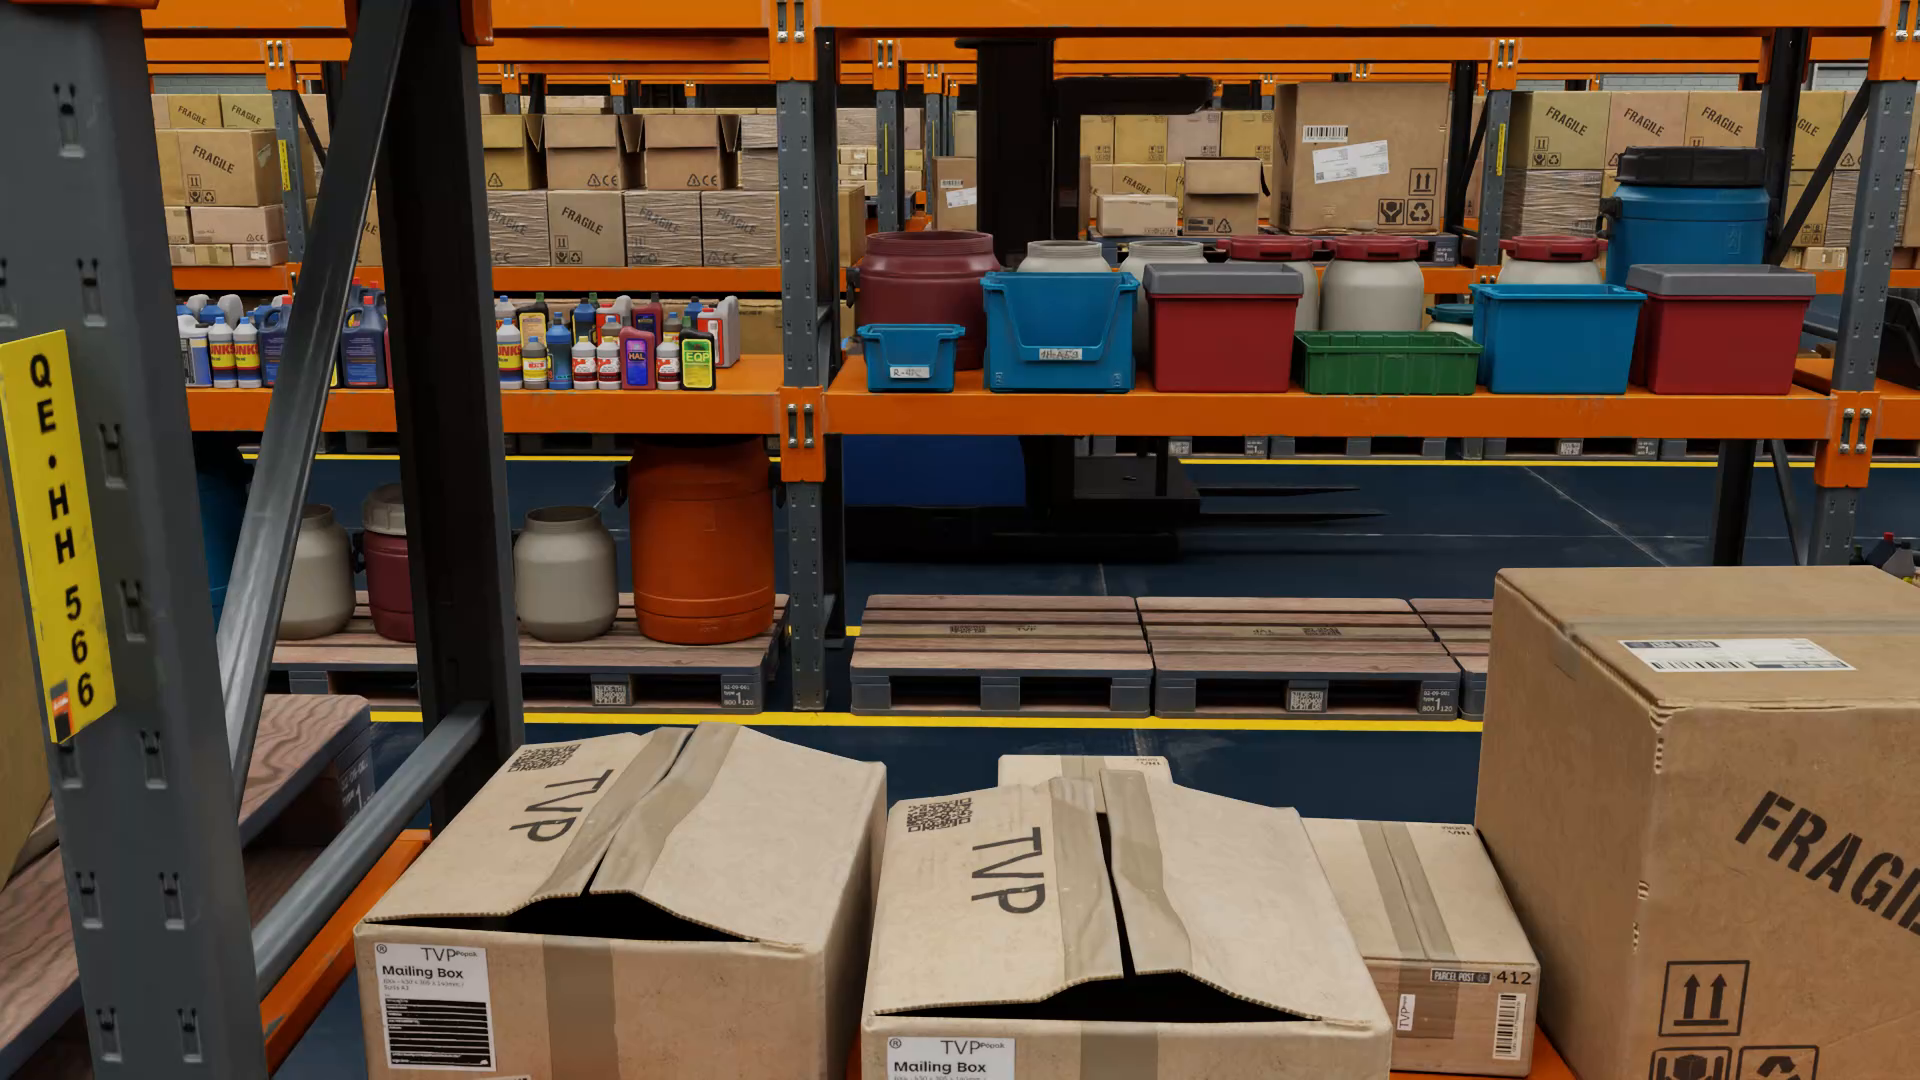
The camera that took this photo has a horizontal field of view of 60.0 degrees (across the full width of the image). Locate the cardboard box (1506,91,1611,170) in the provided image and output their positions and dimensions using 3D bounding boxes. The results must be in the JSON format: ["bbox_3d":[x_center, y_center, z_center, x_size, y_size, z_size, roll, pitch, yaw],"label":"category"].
[{"bbox_3d":[3.970,-2.728,11.061,0.500,0.500,0.500,0,15,1],"label":"cardboard box"}]

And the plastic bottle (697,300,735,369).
[{"bbox_3d":[-1.027,-0.870,6.999,0.135,0.276,0.152,0,15,1],"label":"plastic bottle"}]

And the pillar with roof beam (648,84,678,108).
[{"bbox_3d":[-4.878,-8.003,22.033,0.400,9.000,9.100,0,15,1],"label":"pillar with roof beam"}]

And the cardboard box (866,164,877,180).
[{"bbox_3d":[-0.750,-3.523,15.899,0.250,0.149,0.380,1,15,3],"label":"cardboard box"}]

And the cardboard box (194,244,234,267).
[{"bbox_3d":[-5.042,-1.971,11.423,0.250,0.149,0.380,1,15,3],"label":"cardboard box"}]

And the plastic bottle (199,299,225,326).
[{"bbox_3d":[-3.176,-0.888,7.079,0.097,0.271,0.097,0,15,0],"label":"plastic bottle"}]

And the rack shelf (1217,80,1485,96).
[{"bbox_3d":[5.902,-7.003,25.533,4.000,0.370,1.077,0,15,1],"label":"rack shelf"}]

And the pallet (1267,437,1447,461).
[{"bbox_3d":[2.748,-0.777,11.870,1.213,0.211,1.003,0,15,1],"label":"pallet"}]

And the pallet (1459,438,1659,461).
[{"bbox_3d":[4.198,-0.777,11.869,1.213,0.211,1.003,0,15,1],"label":"pallet"}]

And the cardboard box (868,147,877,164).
[{"bbox_3d":[-0.747,-3.666,15.858,0.250,0.149,0.380,0,15,-1],"label":"cardboard box"}]

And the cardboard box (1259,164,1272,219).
[{"bbox_3d":[2.720,-3.371,16.042,0.500,0.500,0.500,0,15,1],"label":"cardboard box"}]

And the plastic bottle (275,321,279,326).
[{"bbox_3d":[-2.674,-0.767,6.620,0.097,0.271,0.097,0,15,0],"label":"plastic bottle"}]

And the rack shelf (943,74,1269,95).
[{"bbox_3d":[1.780,-5.763,20.834,4.000,0.370,1.077,0,15,1],"label":"rack shelf"}]

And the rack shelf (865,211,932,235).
[{"bbox_3d":[-2.244,-3.076,16.528,4.000,0.370,1.077,0,15,1],"label":"rack shelf"}]

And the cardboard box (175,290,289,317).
[{"bbox_3d":[-5.129,-1.373,12.005,0.875,0.875,0.875,0,15,1],"label":"cardboard box"}]

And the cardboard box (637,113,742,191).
[{"bbox_3d":[-1.854,-2.693,11.507,0.637,0.503,0.797,1,15,3],"label":"cardboard box"}]

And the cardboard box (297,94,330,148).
[{"bbox_3d":[-6.267,-4.054,16.088,0.500,0.500,0.500,0,15,0],"label":"cardboard box"}]

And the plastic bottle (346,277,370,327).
[{"bbox_3d":[-2.569,-0.956,7.179,0.185,0.351,0.144,0,15,1],"label":"plastic bottle"}]

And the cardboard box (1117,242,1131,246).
[{"bbox_3d":[2.605,-4.976,26.151,0.625,0.625,0.875,0,15,1],"label":"cardboard box"}]

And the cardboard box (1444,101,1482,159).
[{"bbox_3d":[4.675,-3.994,16.188,0.550,0.550,0.875,0,15,1],"label":"cardboard box"}]

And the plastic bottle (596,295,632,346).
[{"bbox_3d":[-1.486,-0.911,7.158,0.135,0.276,0.152,0,15,1],"label":"plastic bottle"}]

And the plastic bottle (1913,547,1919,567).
[{"bbox_3d":[4.243,0.143,7.248,0.185,0.351,0.144,0,15,-1],"label":"plastic bottle"}]

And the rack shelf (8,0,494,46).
[{"bbox_3d":[1.270,-0.709,1.679,4.000,0.370,1.077,0,15,1],"label":"rack shelf"}]

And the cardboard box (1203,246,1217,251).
[{"bbox_3d":[2.167,-2.488,16.477,0.750,0.750,1.050,0,15,1],"label":"cardboard box"}]

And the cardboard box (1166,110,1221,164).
[{"bbox_3d":[2.238,-3.924,16.178,0.500,0.500,0.700,0,15,2],"label":"cardboard box"}]

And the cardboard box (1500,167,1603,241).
[{"bbox_3d":[3.974,-2.294,11.375,0.500,0.500,0.875,0,15,1],"label":"cardboard box"}]

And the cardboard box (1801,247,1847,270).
[{"bbox_3d":[5.733,-1.905,11.172,0.250,0.149,0.380,0,15,1],"label":"cardboard box"}]

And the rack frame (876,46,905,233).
[{"bbox_3d":[-0.473,-2.146,11.595,0.127,3.000,1.000,0,15,1],"label":"rack frame"}]

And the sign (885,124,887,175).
[{"bbox_3d":[-0.483,-2.565,10.911,0.005,0.325,0.100,0,15,1],"label":"sign"}]

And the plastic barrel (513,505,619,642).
[{"bbox_3d":[-1.655,0.137,6.994,0.421,0.512,0.421,0,15,0],"label":"plastic barrel"}]

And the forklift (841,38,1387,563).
[{"bbox_3d":[0.802,-1.430,9.015,3.031,2.935,1.130,0,15,0],"label":"forklift"}]

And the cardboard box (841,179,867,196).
[{"bbox_3d":[-0.998,-3.380,15.941,0.250,0.149,0.380,0,15,1],"label":"cardboard box"}]

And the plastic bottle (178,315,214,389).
[{"bbox_3d":[-2.987,-0.742,6.514,0.135,0.276,0.152,0,15,1],"label":"plastic bottle"}]

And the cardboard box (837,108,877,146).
[{"bbox_3d":[-1.256,-5.143,20.798,0.500,0.500,0.500,1,15,2],"label":"cardboard box"}]

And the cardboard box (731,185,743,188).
[{"bbox_3d":[-1.467,-2.270,11.868,0.500,0.500,0.500,0,15,0],"label":"cardboard box"}]

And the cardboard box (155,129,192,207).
[{"bbox_3d":[-5.438,-2.545,11.348,0.500,0.500,0.500,1,15,2],"label":"cardboard box"}]

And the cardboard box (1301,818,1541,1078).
[{"bbox_3d":[0.547,0.495,2.075,0.250,0.149,0.380,1,15,6],"label":"cardboard box"}]

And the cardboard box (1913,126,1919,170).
[{"bbox_3d":[6.469,-2.712,11.001,0.500,0.500,0.500,0,15,1],"label":"cardboard box"}]

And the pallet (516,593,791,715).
[{"bbox_3d":[-1.388,0.471,7.142,1.213,0.211,1.003,0,15,1],"label":"pallet"}]

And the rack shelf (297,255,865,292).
[{"bbox_3d":[-2.472,-1.811,11.736,4.000,0.370,1.077,0,15,1],"label":"rack shelf"}]

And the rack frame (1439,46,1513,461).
[{"bbox_3d":[3.526,-2.120,11.496,0.127,3.000,1.000,0,15,1],"label":"rack frame"}]

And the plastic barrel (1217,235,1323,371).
[{"bbox_3d":[1.283,-0.993,6.956,0.433,0.535,0.433,0,15,0],"label":"plastic barrel"}]

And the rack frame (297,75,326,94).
[{"bbox_3d":[-8.217,-4.726,21.371,0.127,3.000,1.000,0,15,1],"label":"rack frame"}]

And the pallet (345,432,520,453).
[{"bbox_3d":[-3.698,-0.838,12.103,1.213,0.211,1.003,0,15,1],"label":"pallet"}]

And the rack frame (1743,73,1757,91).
[{"bbox_3d":[7.753,-3.358,16.189,0.127,3.000,1.000,0,15,1],"label":"rack frame"}]

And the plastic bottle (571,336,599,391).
[{"bbox_3d":[-1.457,-0.688,6.459,0.097,0.201,0.097,0,15,0],"label":"plastic bottle"}]

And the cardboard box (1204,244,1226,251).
[{"bbox_3d":[3.255,-3.583,21.367,0.625,0.372,0.950,1,15,2],"label":"cardboard box"}]

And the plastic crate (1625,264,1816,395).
[{"bbox_3d":[2.908,-0.813,6.417,0.583,0.464,0.402,0,15,1],"label":"plastic crate"}]

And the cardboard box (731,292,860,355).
[{"bbox_3d":[-1.162,-1.332,11.850,0.875,0.875,1.225,0,15,-1],"label":"cardboard box"}]

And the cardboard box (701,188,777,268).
[{"bbox_3d":[-1.470,-2.139,11.373,0.500,0.500,0.500,0,15,1],"label":"cardboard box"}]

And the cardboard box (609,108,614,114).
[{"bbox_3d":[-4.688,-5.296,21.378,0.500,0.500,0.500,0,15,2],"label":"cardboard box"}]

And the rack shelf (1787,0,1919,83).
[{"bbox_3d":[5.399,-1.947,6.368,4.000,0.370,1.077,0,15,1],"label":"rack shelf"}]

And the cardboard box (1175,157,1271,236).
[{"bbox_3d":[1.791,-2.361,11.383,0.637,0.503,0.797,2,15,7],"label":"cardboard box"}]

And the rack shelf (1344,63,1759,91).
[{"bbox_3d":[5.753,-4.474,15.948,4.000,0.370,1.077,0,15,1],"label":"rack shelf"}]

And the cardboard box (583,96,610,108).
[{"bbox_3d":[-4.534,-5.466,20.750,0.250,0.149,0.380,0,15,0],"label":"cardboard box"}]

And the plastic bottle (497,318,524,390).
[{"bbox_3d":[-1.749,-0.724,6.457,0.097,0.271,0.097,0,15,0],"label":"plastic bottle"}]

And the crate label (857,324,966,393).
[{"bbox_3d":[-0.187,-0.704,6.456,0.416,0.233,0.303,0,15,1],"label":"crate label"}]

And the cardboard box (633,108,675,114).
[{"bbox_3d":[-3.786,-5.155,20.844,0.500,0.500,0.500,1,15,2],"label":"cardboard box"}]
